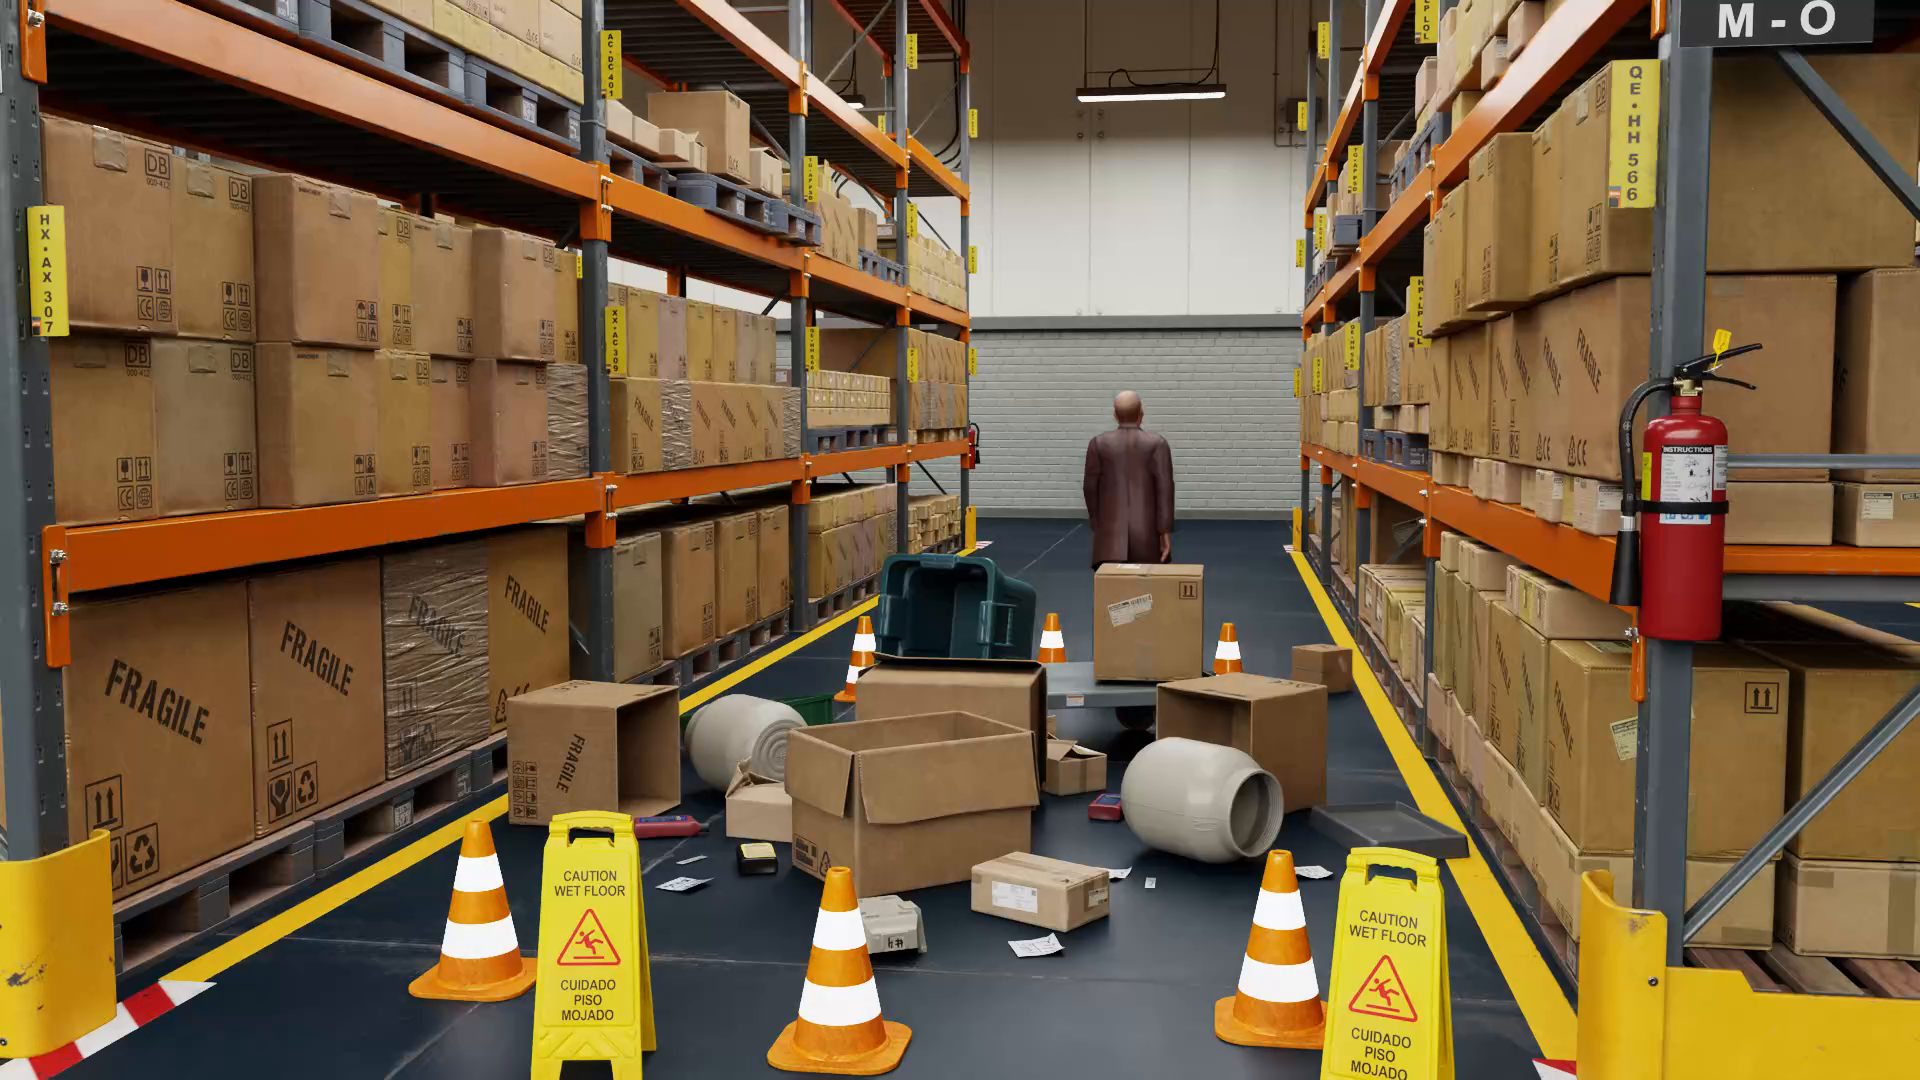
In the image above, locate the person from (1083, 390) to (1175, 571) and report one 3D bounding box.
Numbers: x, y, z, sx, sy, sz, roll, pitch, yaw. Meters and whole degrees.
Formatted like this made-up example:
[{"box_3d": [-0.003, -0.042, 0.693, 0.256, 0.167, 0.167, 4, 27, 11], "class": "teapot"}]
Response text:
[{"box_3d": [1.044, -0.057, 10.302, 0.576, 1.736, 1.105, 1, 4, 10], "class": "person"}]
